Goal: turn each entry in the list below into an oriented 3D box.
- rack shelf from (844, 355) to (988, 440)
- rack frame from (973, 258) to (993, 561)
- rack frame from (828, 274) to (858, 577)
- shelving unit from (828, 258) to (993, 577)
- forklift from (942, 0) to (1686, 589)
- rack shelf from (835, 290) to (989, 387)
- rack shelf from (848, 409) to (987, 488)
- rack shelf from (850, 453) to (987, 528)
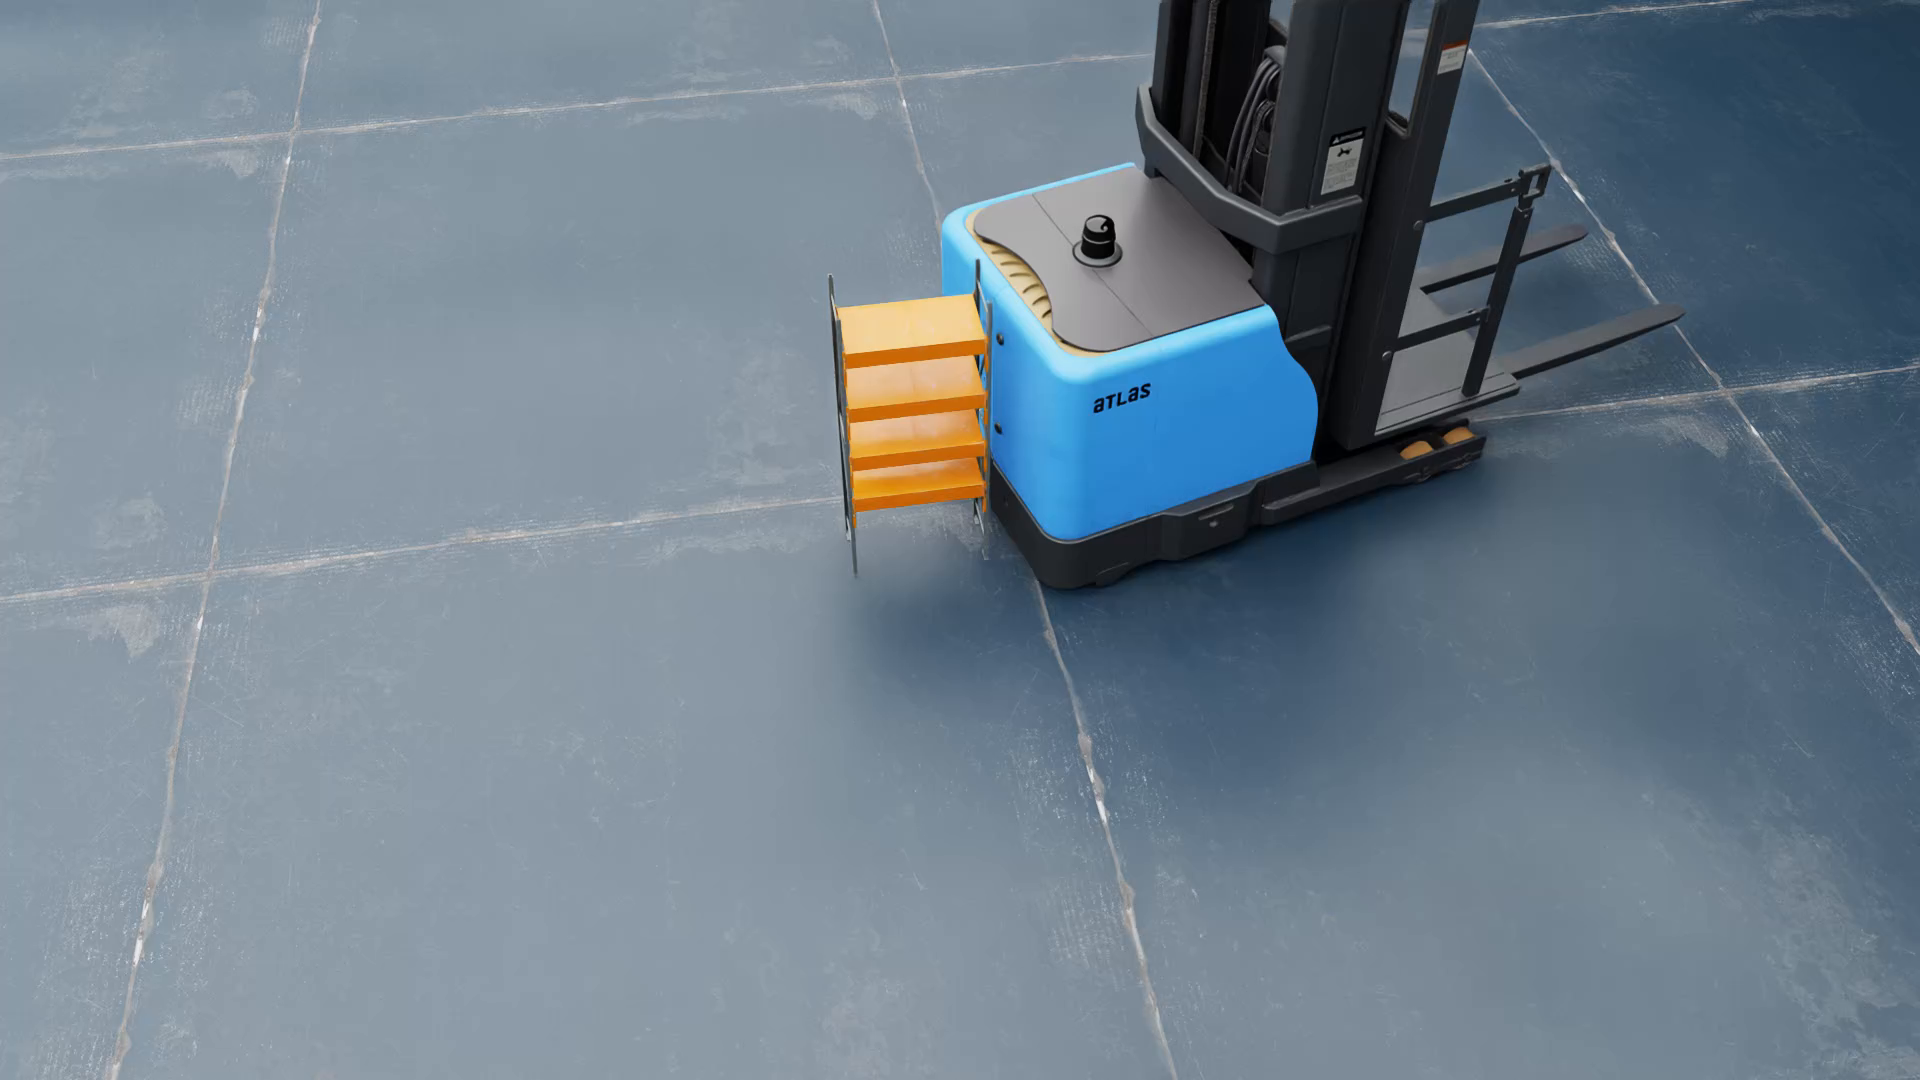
[{"bbox_3d":[-0.163,-0.505,5.686,0.480,0.148,0.258,-7,46,-7],"label":"rack shelf"},{"bbox_3d":[0.077,-0.426,5.827,0.015,1.200,0.240,-7,46,-7],"label":"rack frame"},{"bbox_3d":[-0.404,-0.366,5.769,0.015,1.200,0.240,-7,46,-7],"label":"rack frame"},{"bbox_3d":[-0.163,-0.396,5.798,0.503,1.200,0.258,-7,46,-7],"label":"shelving unit"},{"bbox_3d":[1.480,-1.565,5.722,3.031,2.935,1.130,-18,49,-17],"label":"forklift"},{"bbox_3d":[-0.163,-0.669,5.515,0.480,0.148,0.258,-7,46,-7],"label":"rack shelf"},{"bbox_3d":[-0.163,-0.349,5.847,0.480,0.148,0.258,-7,46,-7],"label":"rack shelf"},{"bbox_3d":[-0.163,-0.212,5.990,0.480,0.148,0.258,-7,46,-7],"label":"rack shelf"}]
